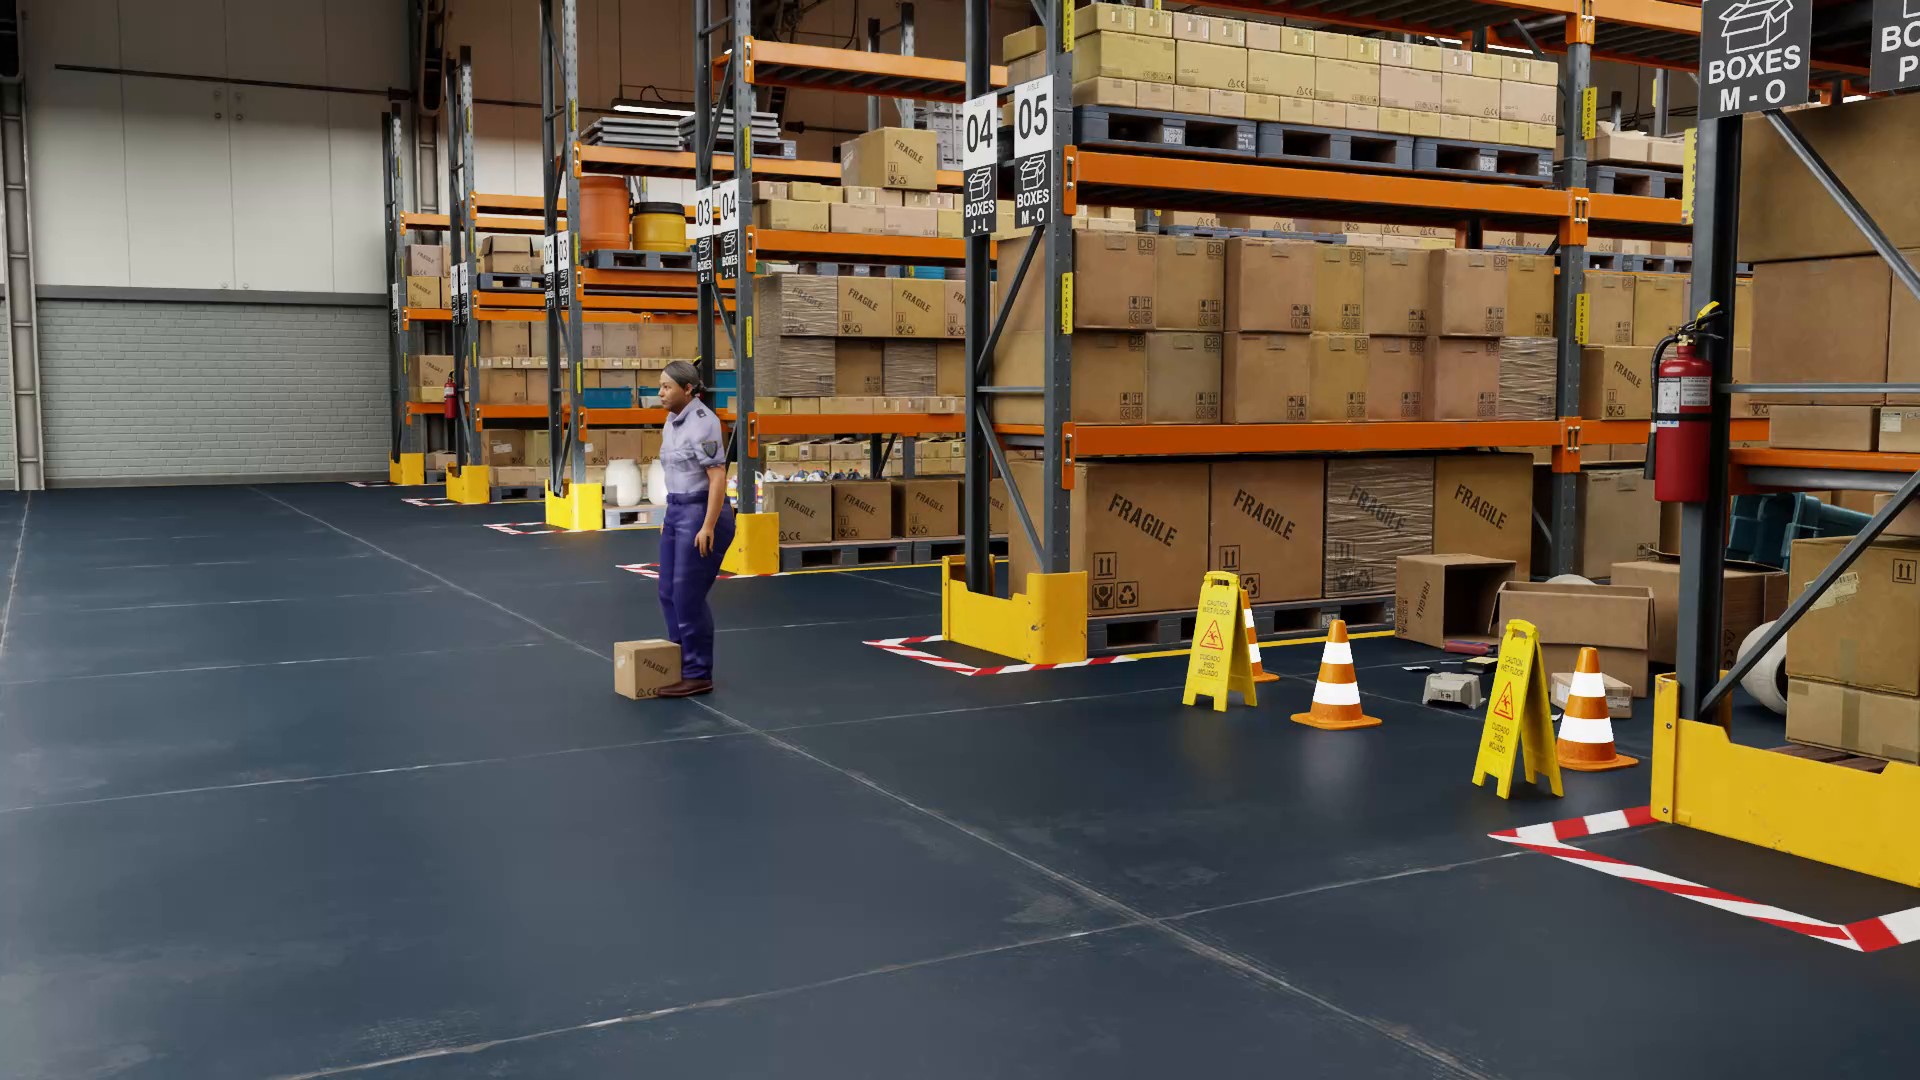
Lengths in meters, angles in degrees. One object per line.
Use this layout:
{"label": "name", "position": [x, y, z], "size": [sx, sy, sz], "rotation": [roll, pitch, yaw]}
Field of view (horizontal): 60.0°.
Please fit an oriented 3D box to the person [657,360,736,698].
{"label": "person", "position": [-1.366, -0.066, 8.291], "size": [0.426, 1.651, 0.562], "rotation": [-3, 6, -32]}
